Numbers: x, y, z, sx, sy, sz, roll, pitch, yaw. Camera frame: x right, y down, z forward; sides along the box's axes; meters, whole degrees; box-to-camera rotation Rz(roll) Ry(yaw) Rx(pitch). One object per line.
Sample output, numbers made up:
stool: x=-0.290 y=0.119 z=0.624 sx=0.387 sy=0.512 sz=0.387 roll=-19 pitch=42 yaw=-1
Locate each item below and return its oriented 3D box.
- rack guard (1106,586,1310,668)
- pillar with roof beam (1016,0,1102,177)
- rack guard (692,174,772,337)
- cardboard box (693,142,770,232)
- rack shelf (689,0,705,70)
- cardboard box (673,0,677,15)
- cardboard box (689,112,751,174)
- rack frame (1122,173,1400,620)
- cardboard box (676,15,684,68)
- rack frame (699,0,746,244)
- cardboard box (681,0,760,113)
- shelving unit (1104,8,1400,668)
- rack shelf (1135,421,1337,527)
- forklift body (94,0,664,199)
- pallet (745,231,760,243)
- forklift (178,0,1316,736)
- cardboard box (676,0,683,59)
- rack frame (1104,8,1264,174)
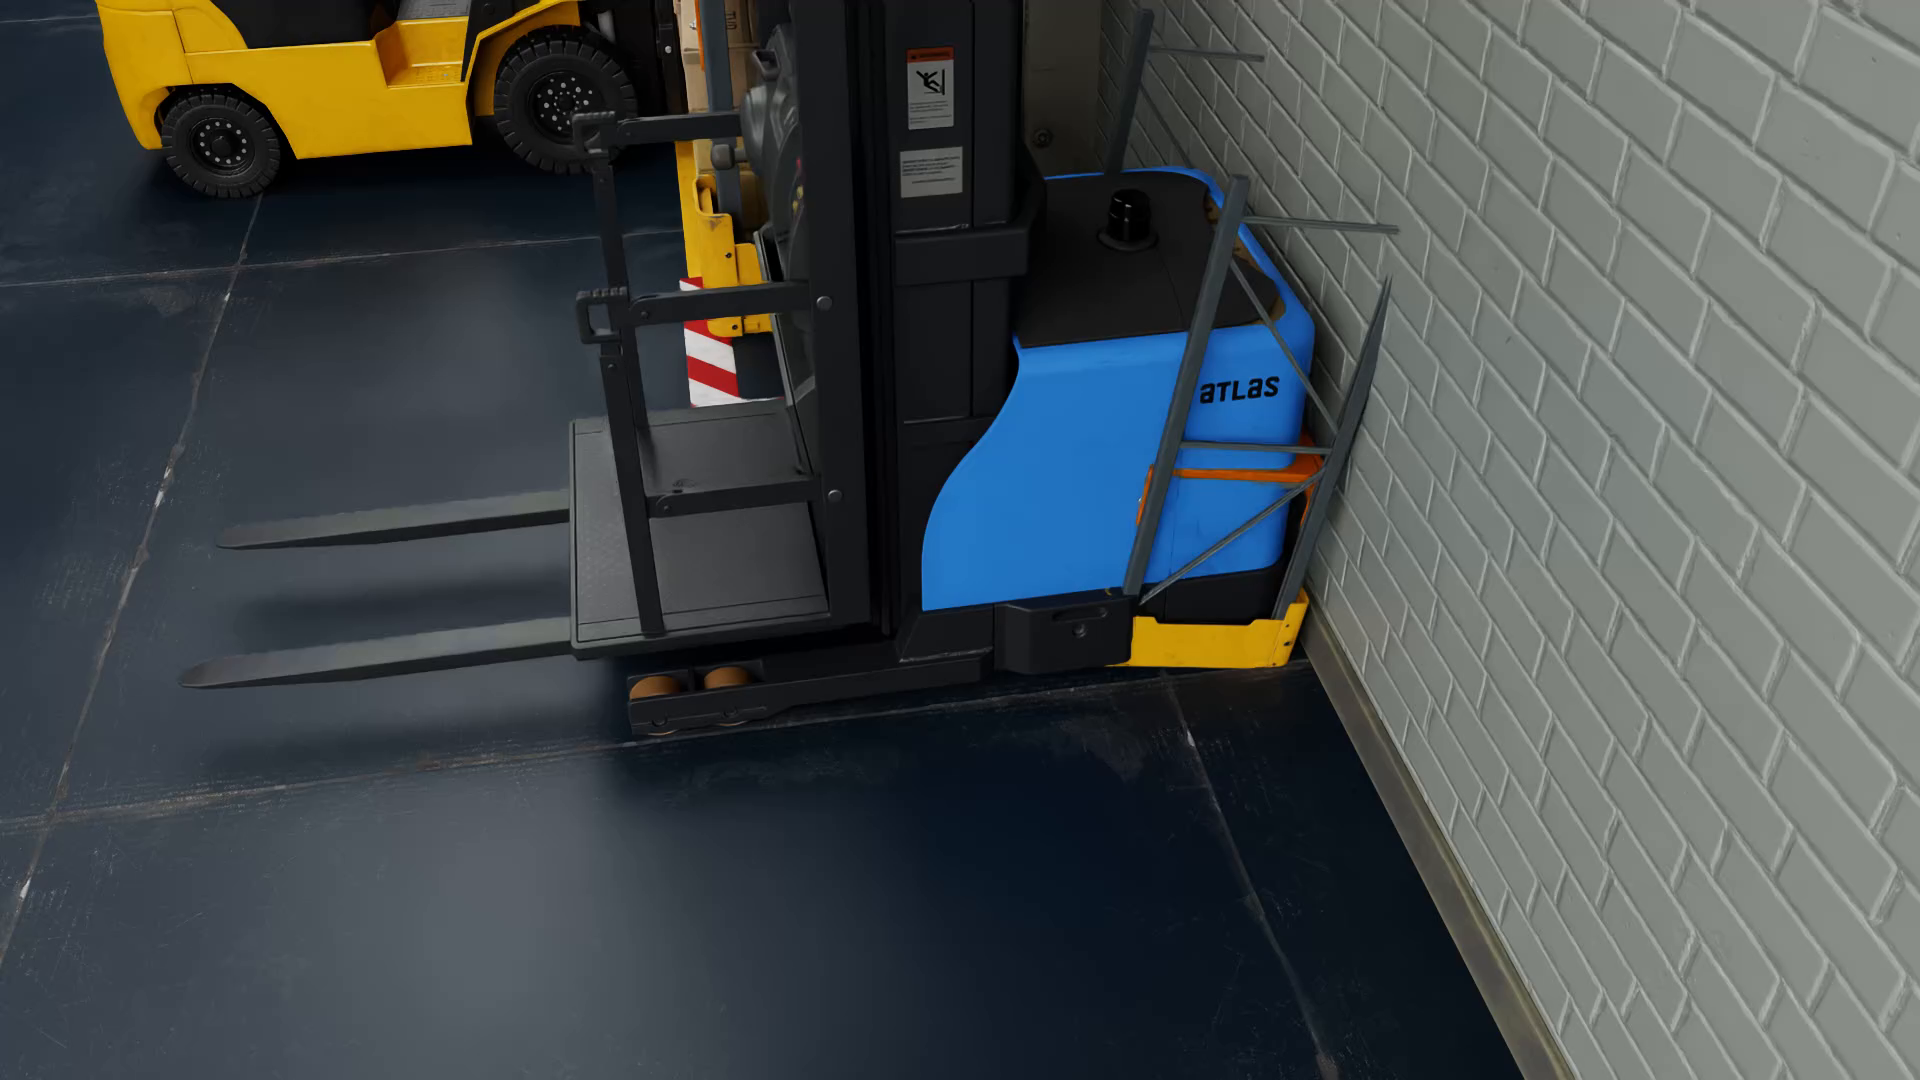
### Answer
rack guard: x=0.671 y=0.241 z=4.699 sx=0.587 sy=0.250 sz=0.087 roll=2 pitch=38 yaw=-11
pillar with roof beam: x=-3.868 y=-4.542 z=3.762 sx=9.100 sy=9.000 sz=0.400 roll=-6 pitch=38 yaw=-8
rack guard: x=-0.391 y=-1.117 z=6.280 sx=1.175 sy=0.500 sz=0.348 roll=-6 pitch=38 yaw=-8
cardboard box: x=-0.789 y=-1.449 z=6.568 sx=0.500 sy=0.250 sz=0.500 roll=-6 pitch=38 yaw=-8
rack shelf: x=-0.746 y=-3.043 z=7.308 sx=1.077 sy=0.370 sz=4.000 roll=-6 pitch=38 yaw=-8
cardboard box: x=-0.977 y=-2.450 z=7.042 sx=0.500 sy=0.250 sz=0.500 roll=-6 pitch=38 yaw=-7
cardboard box: x=-0.788 y=-1.657 z=6.429 sx=0.500 sy=0.250 sz=0.500 roll=-7 pitch=38 yaw=-9
rack frame: x=0.762 y=-0.237 z=4.305 sx=0.500 sy=1.500 sz=0.032 roll=2 pitch=38 yaw=-11
cardboard box: x=-0.977 y=-2.270 z=7.219 sx=0.500 sy=0.250 sz=0.500 roll=-7 pitch=38 yaw=-9
rack frame: x=-0.395 y=-2.119 z=5.532 sx=1.000 sy=3.000 sz=0.127 roll=-6 pitch=38 yaw=-8
cardboard box: x=-0.783 y=-1.838 z=6.255 sx=0.500 sy=0.250 sz=0.500 roll=-5 pitch=38 yaw=-6
shelving unit: x=0.697 y=-0.558 z=4.706 sx=0.587 sy=1.500 sz=1.083 roll=2 pitch=38 yaw=-11
rack shelf: x=0.672 y=-0.411 z=4.808 sx=0.538 sy=0.185 sz=1.000 roll=2 pitch=38 yaw=-11
forklift body: x=-2.524 y=-2.733 z=7.014 sx=2.313 sy=2.155 sz=1.214 roll=-6 pitch=38 yaw=-8
pallet: x=-0.571 y=-1.475 z=6.976 sx=1.003 sy=0.211 sz=1.213 roll=-6 pitch=38 yaw=-8
forklift: x=-0.642 y=-0.974 z=4.115 sx=3.031 sy=2.935 sz=1.130 roll=-7 pitch=38 yaw=-9
cardboard box: x=-0.878 y=-2.146 z=6.651 sx=0.500 sy=0.250 sz=0.500 roll=-6 pitch=38 yaw=-7
rack frame: x=0.634 y=-0.868 z=5.092 sx=0.500 sy=1.500 sz=0.032 roll=2 pitch=38 yaw=-11
